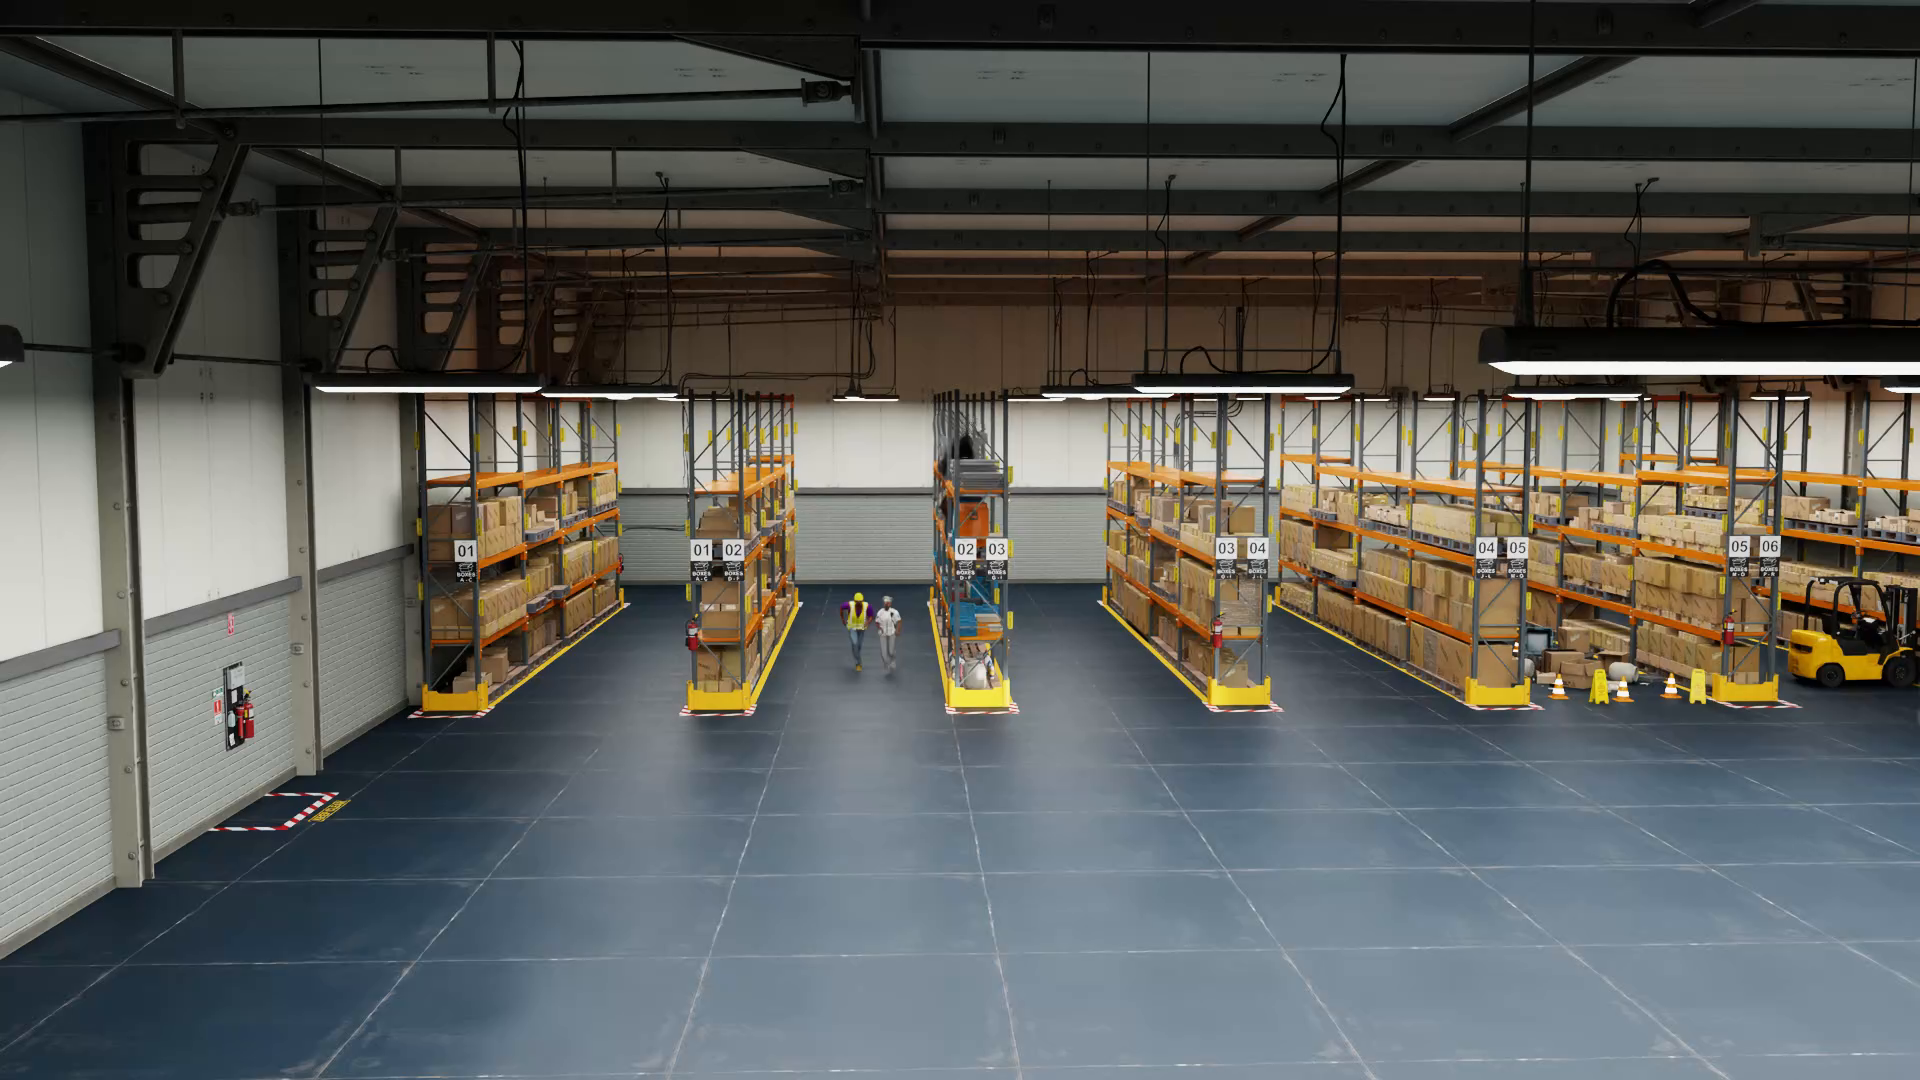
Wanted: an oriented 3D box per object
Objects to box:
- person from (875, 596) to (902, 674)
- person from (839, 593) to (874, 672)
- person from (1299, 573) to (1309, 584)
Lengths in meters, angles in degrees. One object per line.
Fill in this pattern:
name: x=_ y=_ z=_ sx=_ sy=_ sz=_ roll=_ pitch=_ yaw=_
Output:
person: x=-1.535 y=2.023 z=35.329 sx=0.569 sy=1.656 sz=0.529 roll=0 pitch=5 yaw=4
person: x=-2.244 y=1.964 z=36.101 sx=0.746 sy=1.715 sz=1.061 roll=-1 pitch=5 yaw=-8
person: x=10.254 y=0.882 z=48.962 sx=0.604 sy=1.720 sz=0.728 roll=4 pitch=6 yaw=40
